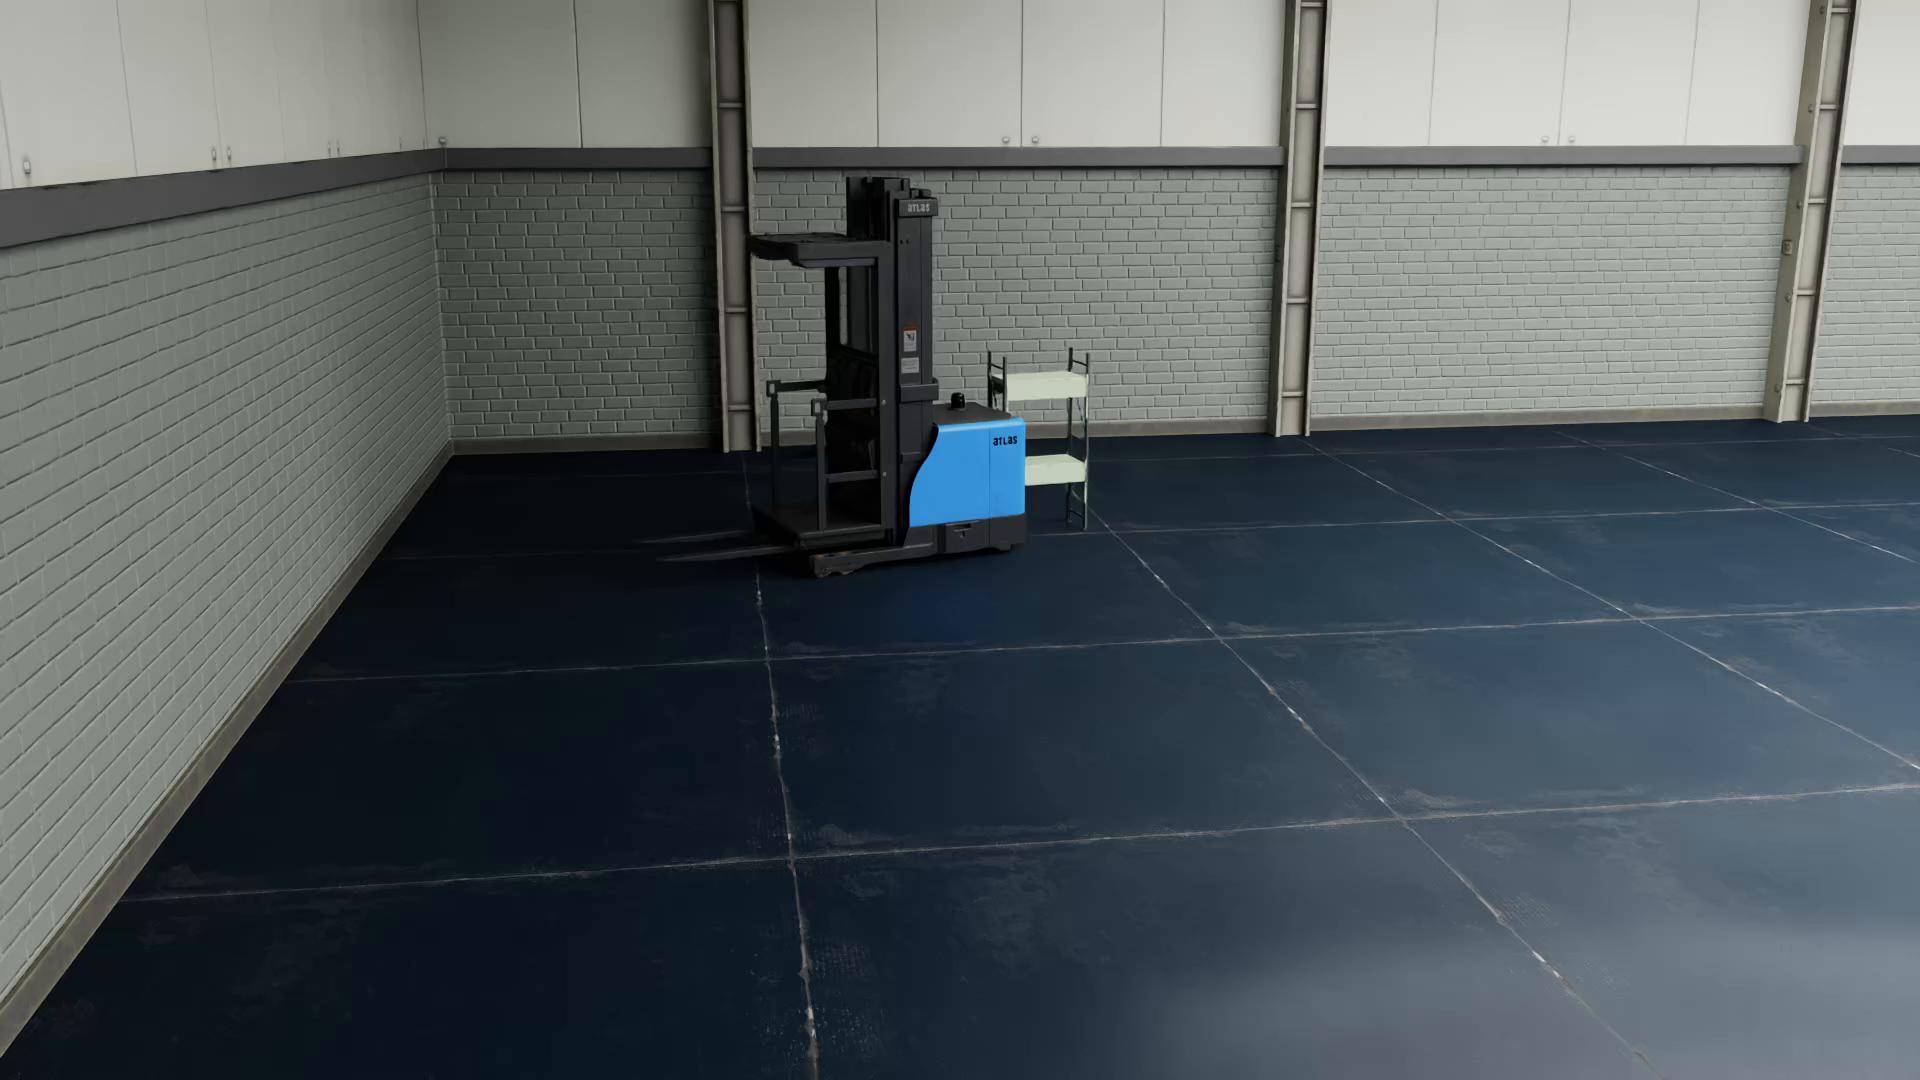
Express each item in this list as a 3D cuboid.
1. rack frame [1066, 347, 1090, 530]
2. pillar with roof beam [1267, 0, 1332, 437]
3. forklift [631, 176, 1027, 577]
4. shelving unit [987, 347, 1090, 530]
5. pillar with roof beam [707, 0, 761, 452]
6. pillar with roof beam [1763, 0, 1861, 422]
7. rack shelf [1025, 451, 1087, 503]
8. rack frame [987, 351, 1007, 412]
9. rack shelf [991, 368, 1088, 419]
[{"bbox_3d":[0.996,-0.856,14.050,0.023,1.500,0.400,-5,15,-19],"label":"rack frame"},{"bbox_3d":[4.273,-4.507,13.193,0.400,9.000,9.100,-2,14,-8],"label":"pillar with roof beam"},{"bbox_3d":[-1.021,-1.285,12.822,3.031,2.935,1.130,-7,16,-25],"label":"forklift"},{"bbox_3d":[0.650,-0.826,13.933,0.755,1.500,0.431,-5,15,-19],"label":"shelving unit"},{"bbox_3d":[-1.661,-4.289,12.326,0.400,9.000,9.100,-2,14,-8],"label":"pillar with roof beam"},{"bbox_3d":[10.206,-4.724,14.060,0.400,9.000,9.100,-2,14,-8],"label":"pillar with roof beam"},{"bbox_3d":[0.650,-0.510,14.013,0.720,0.370,0.431,-5,15,-19],"label":"rack shelf"},{"bbox_3d":[0.305,-0.797,13.816,0.023,1.500,0.400,-5,15,-19],"label":"rack frame"},{"bbox_3d":[0.650,-1.205,13.838,0.720,0.370,0.431,-5,15,-19],"label":"rack shelf"}]
